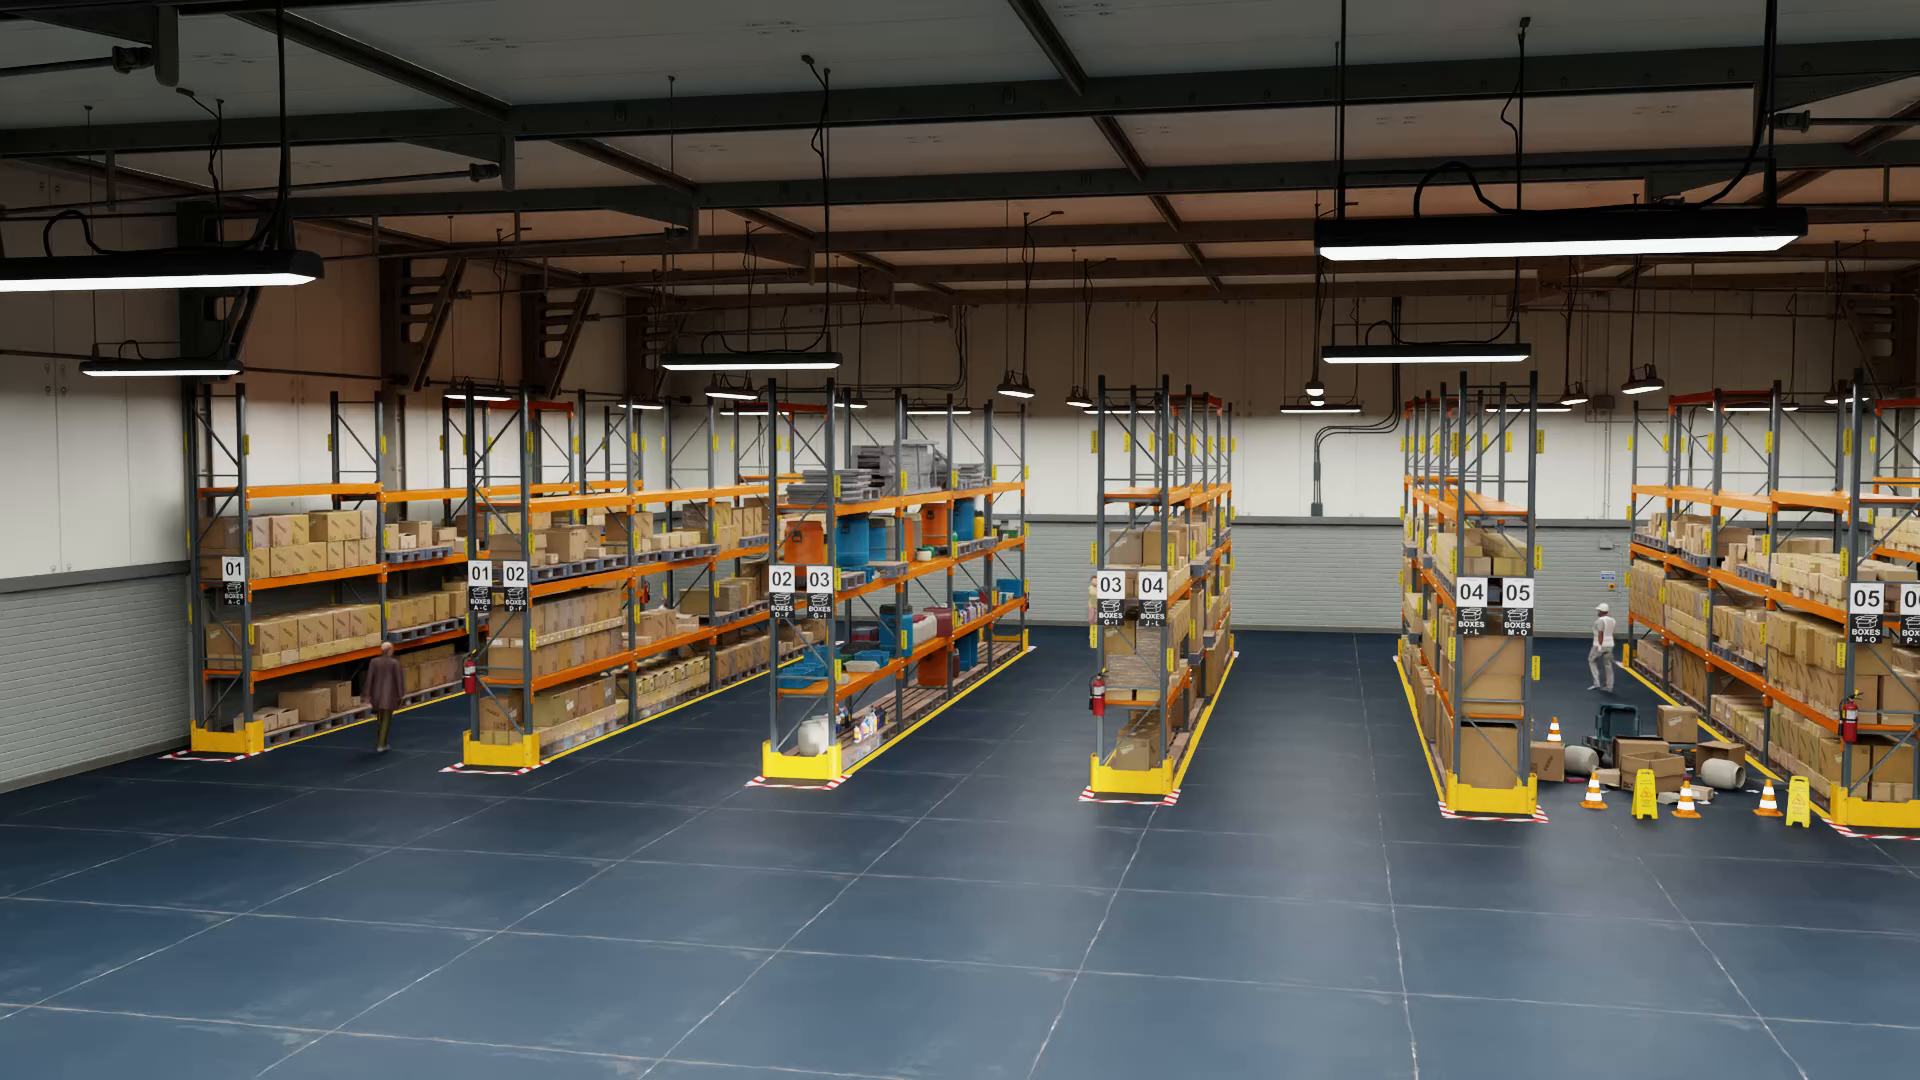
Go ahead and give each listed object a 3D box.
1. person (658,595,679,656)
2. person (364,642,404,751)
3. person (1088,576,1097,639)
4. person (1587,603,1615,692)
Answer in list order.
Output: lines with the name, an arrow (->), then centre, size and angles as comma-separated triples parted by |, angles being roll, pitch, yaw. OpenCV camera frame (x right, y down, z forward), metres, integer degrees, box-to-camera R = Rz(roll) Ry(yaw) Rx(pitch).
person -> -6.597, 2.024, 37.485 | 0.555, 1.630, 1.020 | 1, 3, 10
person -> -9.409, 2.577, 27.157 | 0.631, 1.814, 0.594 | 0, 3, 3
person -> 3.532, 1.724, 42.979 | 0.450, 1.624, 0.948 | 1, 3, 10
person -> 13.089, 2.187, 33.733 | 0.536, 1.792, 0.531 | -1, 3, -12
